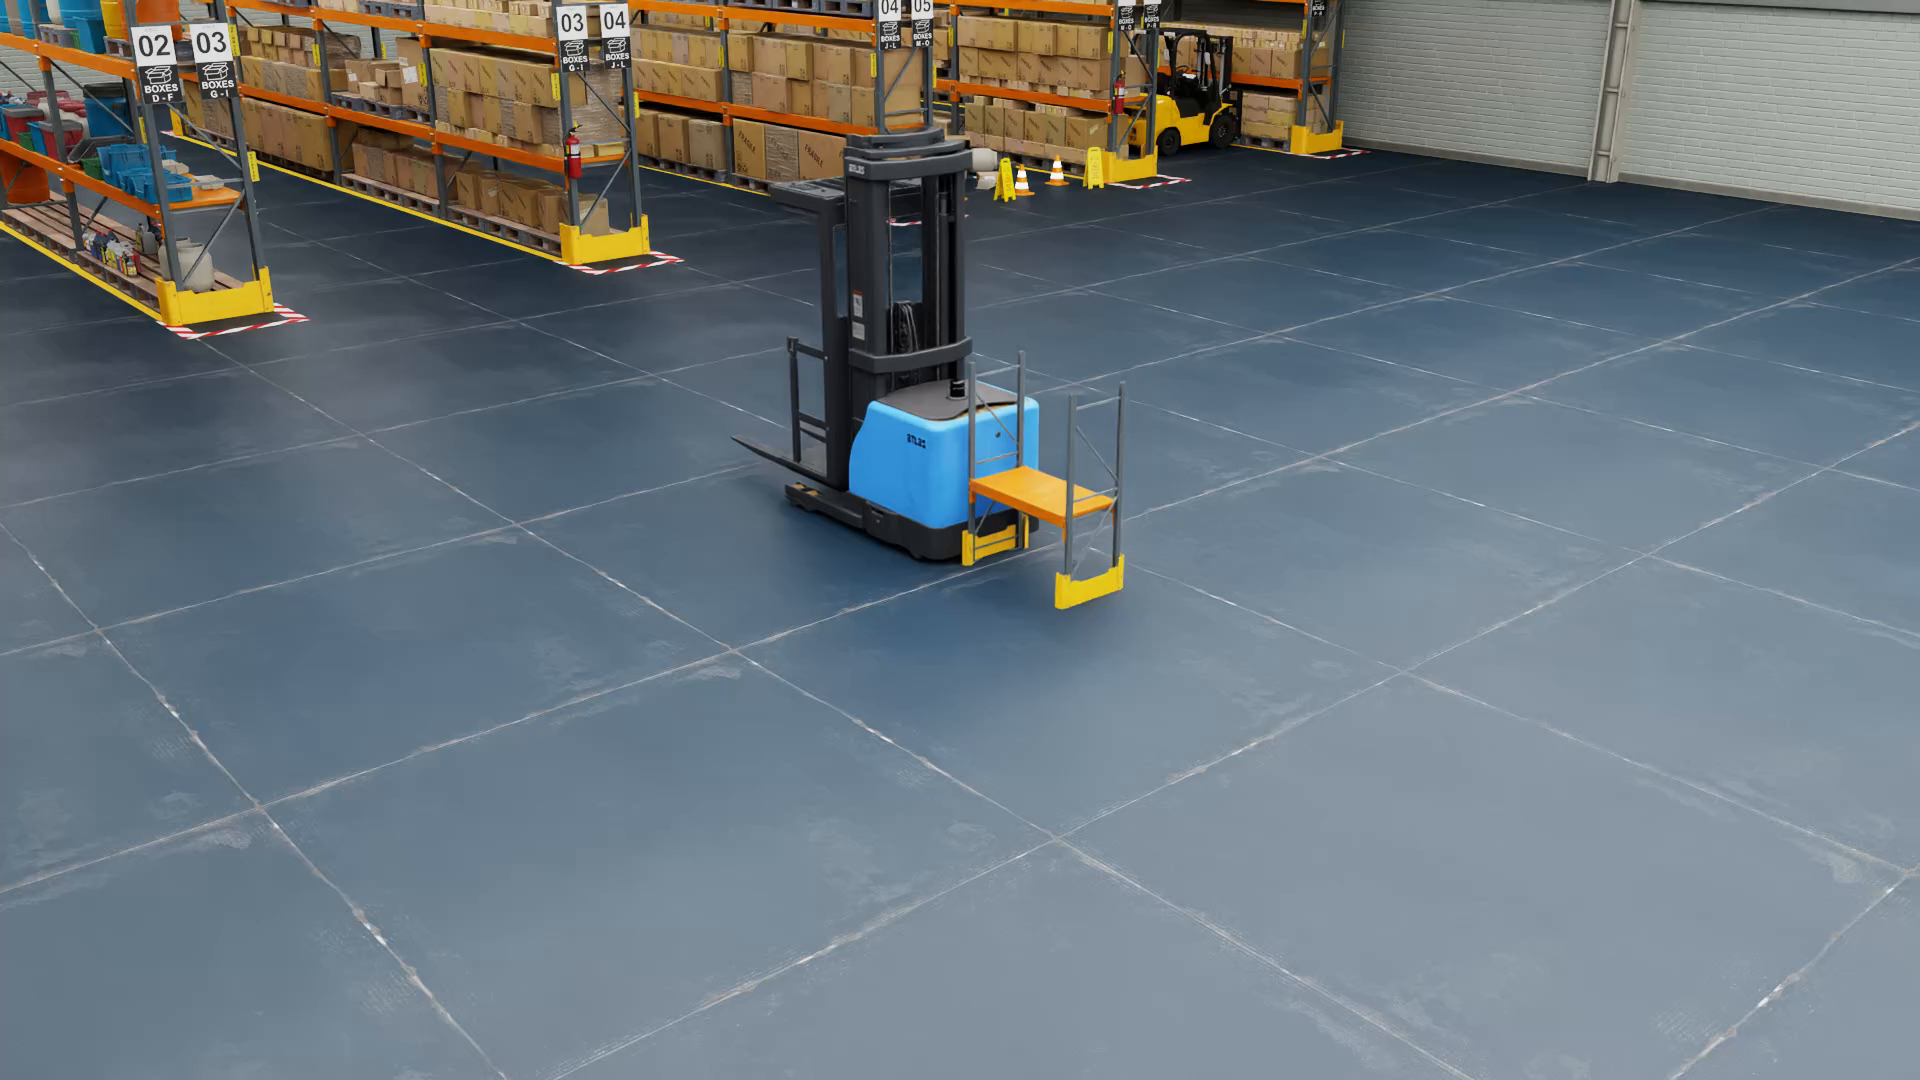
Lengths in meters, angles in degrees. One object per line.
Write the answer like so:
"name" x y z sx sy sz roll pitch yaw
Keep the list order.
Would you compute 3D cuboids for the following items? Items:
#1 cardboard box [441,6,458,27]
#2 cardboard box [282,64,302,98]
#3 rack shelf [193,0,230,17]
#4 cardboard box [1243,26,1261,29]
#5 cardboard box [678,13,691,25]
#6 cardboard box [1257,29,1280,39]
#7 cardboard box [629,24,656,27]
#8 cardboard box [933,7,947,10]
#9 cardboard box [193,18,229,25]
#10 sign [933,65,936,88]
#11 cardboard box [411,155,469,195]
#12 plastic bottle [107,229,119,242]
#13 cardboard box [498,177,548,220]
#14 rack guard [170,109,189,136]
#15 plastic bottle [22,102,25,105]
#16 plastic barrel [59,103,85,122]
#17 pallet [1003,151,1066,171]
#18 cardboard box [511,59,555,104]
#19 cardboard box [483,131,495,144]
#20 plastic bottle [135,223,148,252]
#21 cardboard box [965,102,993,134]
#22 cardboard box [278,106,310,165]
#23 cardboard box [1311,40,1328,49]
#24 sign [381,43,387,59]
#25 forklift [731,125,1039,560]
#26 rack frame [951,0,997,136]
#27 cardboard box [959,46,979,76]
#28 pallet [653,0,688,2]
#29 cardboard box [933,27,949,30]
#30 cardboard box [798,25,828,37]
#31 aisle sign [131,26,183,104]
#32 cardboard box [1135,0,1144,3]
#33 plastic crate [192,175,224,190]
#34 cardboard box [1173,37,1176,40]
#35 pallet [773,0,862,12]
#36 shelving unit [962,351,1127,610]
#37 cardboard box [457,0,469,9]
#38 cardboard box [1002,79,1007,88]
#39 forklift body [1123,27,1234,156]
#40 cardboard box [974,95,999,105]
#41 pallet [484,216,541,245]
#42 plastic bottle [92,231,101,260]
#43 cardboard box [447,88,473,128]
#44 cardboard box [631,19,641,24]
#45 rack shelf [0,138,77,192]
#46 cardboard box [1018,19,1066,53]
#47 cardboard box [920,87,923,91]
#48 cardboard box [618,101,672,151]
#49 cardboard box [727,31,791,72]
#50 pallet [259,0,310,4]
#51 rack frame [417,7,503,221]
"cardboard box" -6.802 -7.232 22.927 0.500 0.250 0.500 -18 28 -38
"cardboard box" -11.034 -7.746 28.011 0.500 0.500 0.500 -19 28 -39
"rack shelf" -13.778 -10.060 30.928 1.077 0.370 4.000 -17 27 -37
"cardboard box" 5.581 -9.737 31.796 0.380 0.149 0.250 -17 27 -37
"cardboard box" -5.807 -11.523 36.284 0.500 0.500 0.500 -18 28 -38
"cardboard box" 5.751 -9.421 30.989 0.380 0.149 0.250 -17 27 -37
"cardboard box" -5.752 -8.879 29.532 0.700 0.500 0.500 -18 27 -38
"cardboard box" -0.723 -11.899 38.039 0.700 0.500 0.500 -17 27 -37
"cardboard box" -14.566 -9.896 32.407 0.500 0.500 0.500 -17 27 -37
"sign" -0.392 -6.853 24.573 0.100 0.325 0.005 -17 27 -37
"cardboard box" -7.932 -5.587 25.460 0.700 0.500 0.500 -18 27 -38
"plastic bottle" -10.681 -3.740 20.949 0.144 0.351 0.185 -17 27 -37
"cardboard box" -6.175 -4.837 23.573 0.500 0.500 0.500 19 29 40
"rack guard" -15.099 -8.393 33.228 1.175 0.500 0.348 -17 27 -37
"plastic bottle" -14.054 -6.450 25.014 0.097 0.271 0.097 0 21 0
"plastic barrel" -11.940 -5.639 22.581 0.433 0.535 0.433 0 21 0
"pallet" 1.523 -6.781 29.509 1.003 0.211 1.213 -17 27 -37
"cardboard box" -5.516 -6.011 21.801 0.500 0.500 0.500 -17 27 -37
"cardboard box" -6.349 -5.576 22.952 0.380 0.149 0.250 -17 27 -37
"plastic bottle" -10.473 -3.884 21.316 0.144 0.351 0.185 -17 27 -37
"cardboard box" 0.438 -7.631 30.021 0.500 0.500 0.500 -16 26 -35
"cardboard box" -10.872 -6.990 28.556 1.225 0.875 0.875 -17 27 -37
"cardboard box" 6.601 -9.176 30.772 0.380 0.149 0.250 -18 28 -39
"sign" -9.457 -7.974 27.252 0.100 0.325 0.005 -17 27 -37
"forklift" -0.728 -1.688 12.775 1.130 2.935 3.031 -17 27 -36
"rack frame" 0.257 -8.594 30.313 1.000 3.000 0.127 -17 27 -37
"cardboard box" 0.333 -8.591 29.761 0.500 0.500 0.500 -18 27 -38
"pallet" -4.845 -9.328 28.334 1.003 0.211 1.213 -16 26 -35
"cardboard box" -0.543 -9.185 30.700 0.500 0.500 0.500 -17 27 -37
"cardboard box" -2.890 -10.292 33.140 0.500 0.500 0.500 -18 28 -39
"aisle sign" -8.570 -5.071 17.753 0.394 0.787 0.004 -17 27 -37
"cardboard box" 2.898 -8.938 27.422 0.380 0.149 0.250 -17 27 -37
"plastic crate" -8.732 -4.152 19.333 0.298 0.136 0.250 -17 27 -37
"cardboard box" 4.385 -9.838 32.463 0.380 0.149 0.250 -18 27 -38
"pallet" -2.109 -8.178 25.259 1.003 0.211 1.213 -17 27 -37
"shelving unit" 0.576 -0.441 11.554 0.587 1.500 1.083 -17 27 -36
"cardboard box" -6.585 -7.295 22.543 0.380 0.149 0.250 -18 28 -38
"cardboard box" 0.953 -8.047 29.262 0.380 0.149 0.250 -18 27 -38
"forklift body" 4.006 -8.366 30.895 2.313 2.155 1.214 -17 27 -37
"cardboard box" 0.474 -7.885 29.778 0.380 0.149 0.250 -17 27 -37
"pallet" -5.985 -4.422 23.486 1.003 0.211 1.213 -17 27 -37
"plastic bottle" -10.790 -3.706 20.861 0.144 0.351 0.185 -17 27 -36
"cardboard box" -6.704 -6.135 23.489 0.875 0.500 0.500 -17 27 -37
"cardboard box" -7.129 -11.622 37.907 0.500 0.500 0.500 -18 28 -38
"rack shelf" -12.308 -5.274 22.822 1.077 0.370 4.000 -17 27 -37
"cardboard box" 1.413 -8.658 28.560 0.700 0.500 0.500 -18 27 -38
"cardboard box" -0.707 -10.687 38.508 0.500 0.500 0.500 -18 28 -38
"cardboard box" -5.709 -7.451 29.905 1.050 0.750 0.750 -18 28 -38
"cardboard box" -3.212 -7.850 26.728 0.875 0.550 0.550 -17 27 -37
"pallet" -11.054 -9.123 27.808 1.003 0.211 1.213 -16 26 -35
"rack frame" -7.250 -6.235 24.290 1.000 3.000 0.127 -17 27 -37
